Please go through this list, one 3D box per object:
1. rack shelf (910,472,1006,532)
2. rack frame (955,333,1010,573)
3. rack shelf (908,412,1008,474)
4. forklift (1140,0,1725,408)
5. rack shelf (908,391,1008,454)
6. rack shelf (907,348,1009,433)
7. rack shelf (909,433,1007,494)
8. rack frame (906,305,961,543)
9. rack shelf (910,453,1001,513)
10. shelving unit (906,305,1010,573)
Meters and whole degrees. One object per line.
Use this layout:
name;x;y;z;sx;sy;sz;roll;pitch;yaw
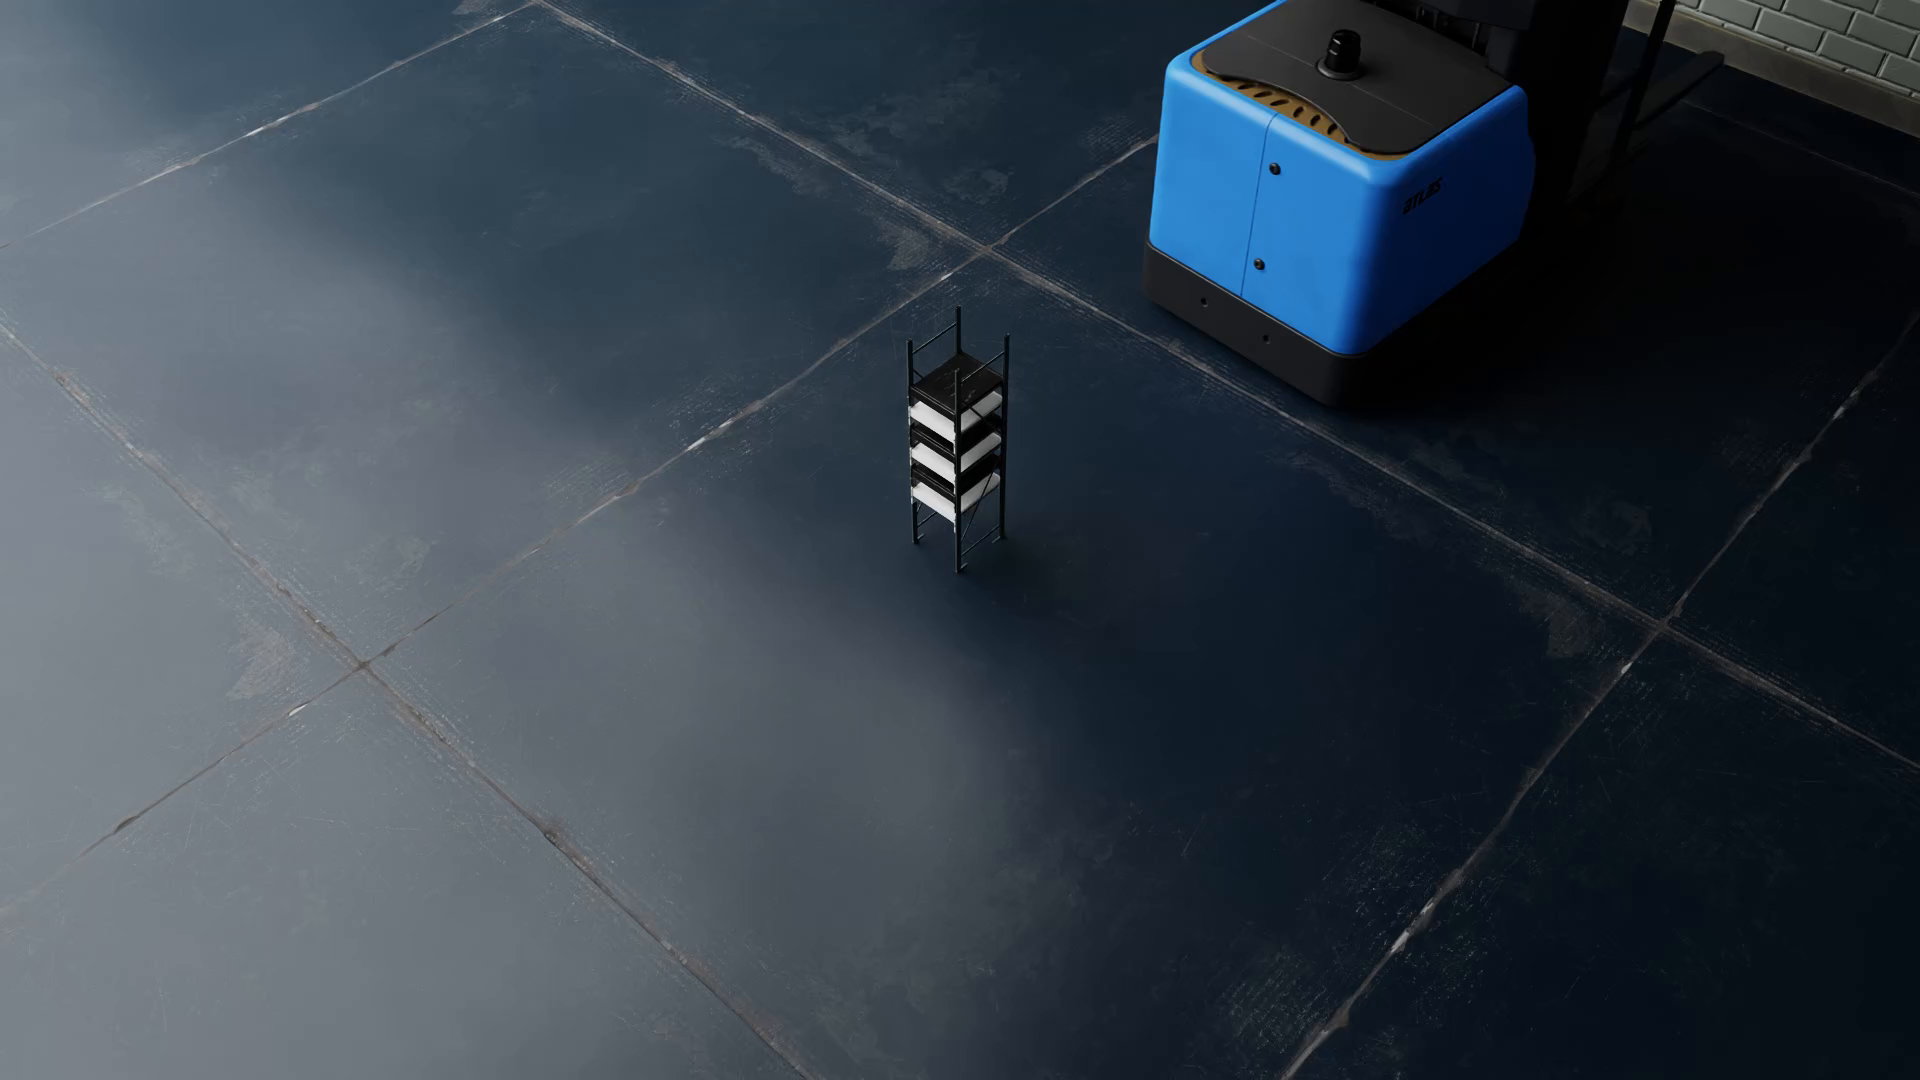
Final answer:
rack shelf;-0.006;-0.166;5.581;0.200;0.077;0.258;34;55;28
rack frame;0.069;-0.262;5.379;0.006;0.900;0.240;34;55;28
rack shelf;-0.006;-0.351;5.384;0.200;0.077;0.258;34;55;28
forklift;2.127;-2.447;6.037;3.031;2.935;1.130;-35;56;-28
rack shelf;-0.006;-0.412;5.319;0.200;0.077;0.258;34;55;28
rack shelf;-0.006;-0.474;5.253;0.200;0.077;0.258;34;55;28
rack shelf;-0.006;-0.289;5.450;0.200;0.077;0.258;34;55;28
rack frame;-0.081;-0.362;5.473;0.006;0.900;0.240;34;55;28
rack shelf;-0.006;-0.228;5.516;0.200;0.077;0.258;34;55;28
shelving unit;-0.006;-0.312;5.426;0.210;0.900;0.258;34;55;28
